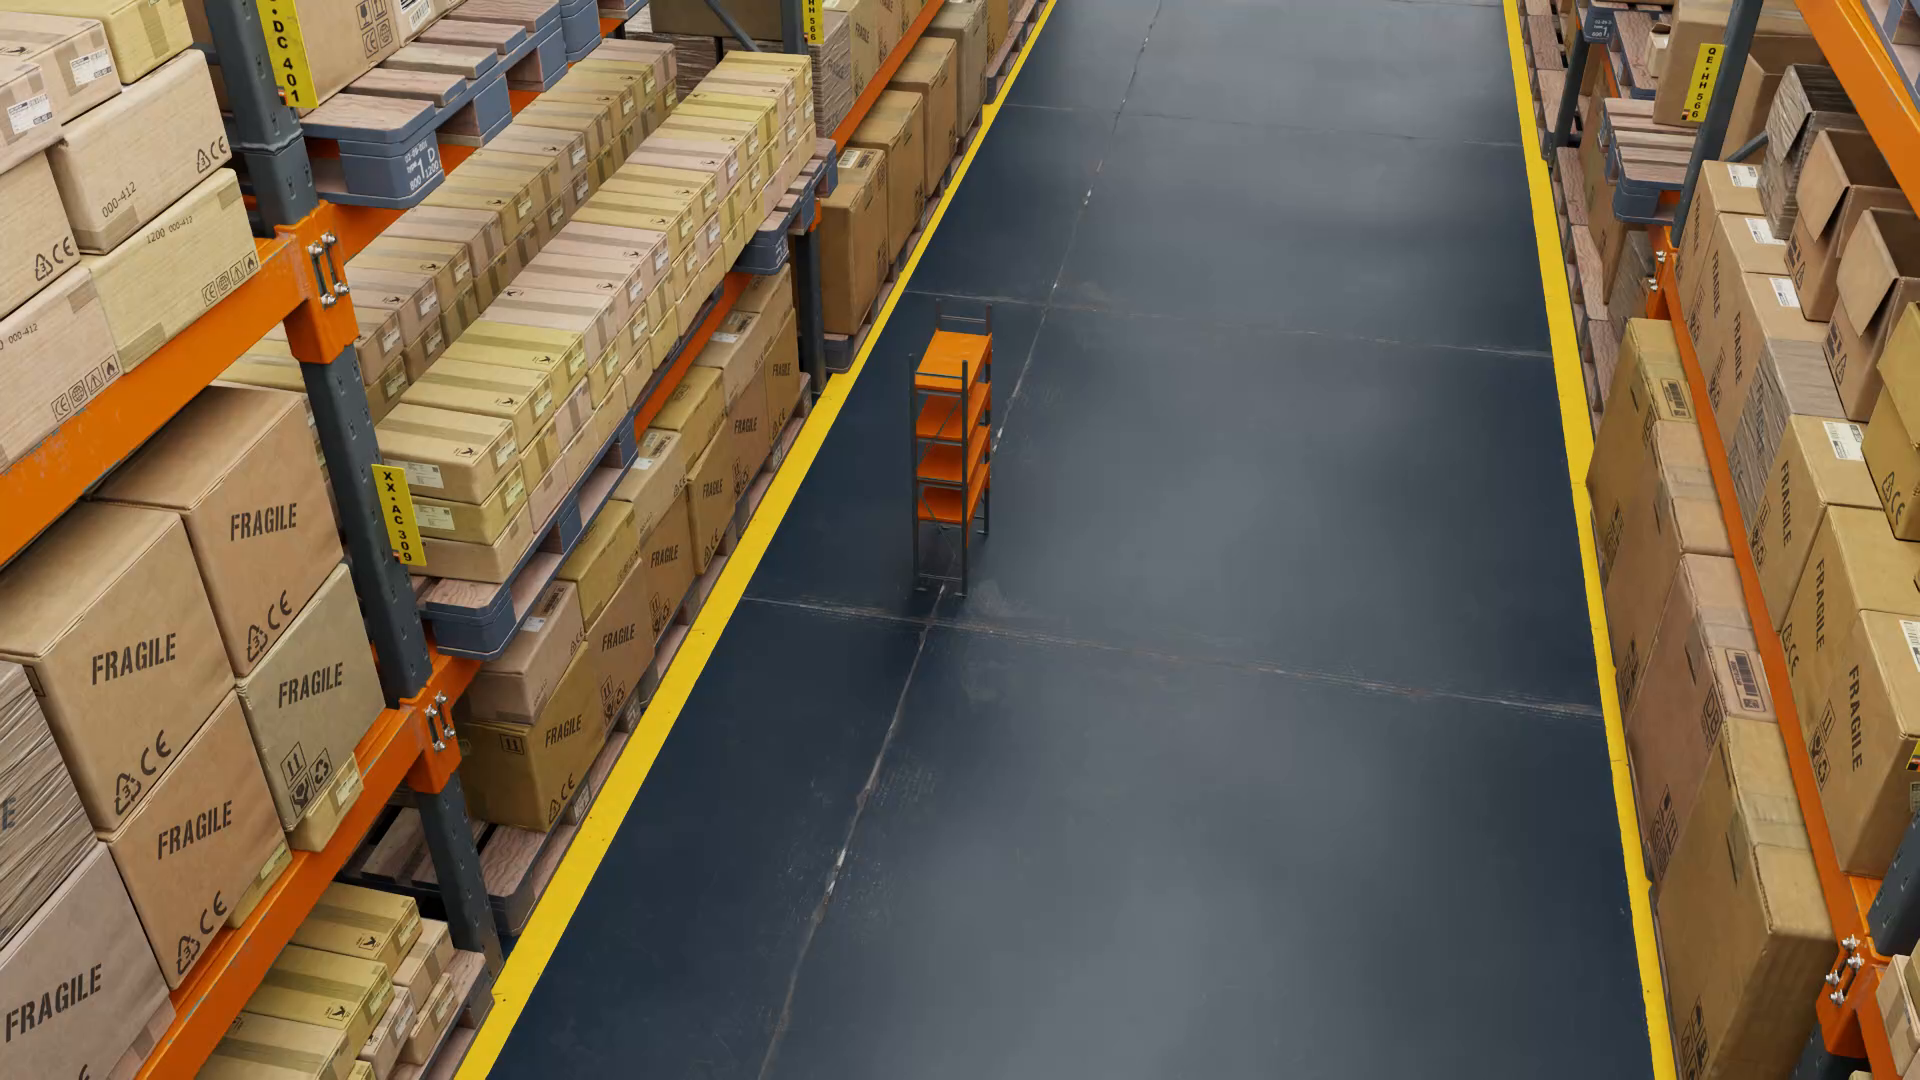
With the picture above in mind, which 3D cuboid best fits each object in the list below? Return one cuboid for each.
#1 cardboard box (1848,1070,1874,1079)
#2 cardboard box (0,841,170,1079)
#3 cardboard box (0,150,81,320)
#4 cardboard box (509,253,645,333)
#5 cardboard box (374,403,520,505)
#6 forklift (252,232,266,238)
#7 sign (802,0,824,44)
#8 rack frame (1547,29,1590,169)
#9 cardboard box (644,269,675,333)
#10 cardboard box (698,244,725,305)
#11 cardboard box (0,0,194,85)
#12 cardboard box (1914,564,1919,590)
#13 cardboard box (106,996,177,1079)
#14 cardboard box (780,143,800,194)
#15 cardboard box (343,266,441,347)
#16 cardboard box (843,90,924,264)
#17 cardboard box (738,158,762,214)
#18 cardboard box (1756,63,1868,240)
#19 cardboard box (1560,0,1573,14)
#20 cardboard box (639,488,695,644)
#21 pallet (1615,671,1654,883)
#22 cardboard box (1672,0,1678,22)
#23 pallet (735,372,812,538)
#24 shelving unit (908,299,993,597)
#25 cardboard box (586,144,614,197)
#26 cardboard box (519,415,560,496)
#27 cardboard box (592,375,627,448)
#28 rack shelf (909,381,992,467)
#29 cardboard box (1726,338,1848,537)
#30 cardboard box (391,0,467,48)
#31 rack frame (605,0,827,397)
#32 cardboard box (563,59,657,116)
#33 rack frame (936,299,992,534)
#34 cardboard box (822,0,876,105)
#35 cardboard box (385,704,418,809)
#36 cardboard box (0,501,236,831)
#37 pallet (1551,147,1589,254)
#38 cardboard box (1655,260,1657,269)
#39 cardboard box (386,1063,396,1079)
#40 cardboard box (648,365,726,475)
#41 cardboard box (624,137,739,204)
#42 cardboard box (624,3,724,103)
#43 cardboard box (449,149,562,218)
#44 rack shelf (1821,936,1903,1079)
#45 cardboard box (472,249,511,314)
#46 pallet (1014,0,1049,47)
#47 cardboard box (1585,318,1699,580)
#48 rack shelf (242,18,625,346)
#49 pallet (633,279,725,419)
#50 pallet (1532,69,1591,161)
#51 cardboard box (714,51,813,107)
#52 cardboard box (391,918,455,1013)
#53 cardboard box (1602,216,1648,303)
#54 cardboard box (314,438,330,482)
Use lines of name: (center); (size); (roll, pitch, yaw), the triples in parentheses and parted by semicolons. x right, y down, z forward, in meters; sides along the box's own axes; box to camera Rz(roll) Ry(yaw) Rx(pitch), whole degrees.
cardboard box: (2.537, 1.960, 3.942); (0.875, 0.875, 0.875); (7, 37, 10)
cardboard box: (-2.114, 0.956, 3.536); (0.500, 0.500, 0.500); (7, 37, 10)
cardboard box: (-2.040, -0.541, 3.086); (0.500, 0.250, 0.500); (6, 36, 8)
cardboard box: (-1.313, -0.853, 5.720); (0.380, 0.149, 0.250); (7, 37, 10)
cardboard box: (-1.534, -0.256, 4.896); (0.380, 0.149, 0.250); (9, 37, 12)
forklift: (-3.626, -1.739, 7.651); (1.130, 2.935, 3.031); (-24, 43, -30)
sign: (-0.681, -2.446, 7.649); (0.100, 0.325, 0.005); (7, 37, 10)
rack frame: (4.465, -3.685, 10.278); (1.000, 3.000, 0.127); (7, 37, 10)
cardboard box: (-1.259, -0.888, 6.022); (0.380, 0.149, 0.250); (7, 36, 9)
cardboard box: (-1.149, -1.065, 6.519); (0.380, 0.149, 0.250); (8, 37, 11)
cardboard box: (-1.867, -1.082, 3.493); (0.380, 0.149, 0.250); (6, 36, 8)
cardboard box: (2.885, 0.087, 4.133); (0.797, 0.503, 0.637); (6, 36, 9)
cardboard box: (-2.072, 1.128, 3.852); (0.380, 0.149, 0.250); (6, 36, 8)
cardboard box: (-0.924, -1.657, 7.337); (0.380, 0.149, 0.250); (7, 37, 10)
cardboard box: (-2.003, -0.795, 5.640); (0.380, 0.149, 0.250); (7, 37, 10)
cardboard box: (-0.812, -2.170, 9.747); (1.050, 0.750, 0.750); (8, 37, 11)
cardboard box: (-1.037, -1.472, 6.828); (0.380, 0.149, 0.250); (7, 37, 10)
cardboard box: (3.439, -1.421, 6.215); (0.797, 0.503, 0.637); (9, 37, 12)
cardboard box: (5.076, -4.433, 13.083); (0.500, 0.500, 0.500); (17, 39, 22)
cardboard box: (-1.441, 0.068, 6.873); (0.500, 0.500, 0.500); (8, 37, 11)
pallet: (3.106, 0.877, 6.360); (1.003, 0.211, 1.213); (7, 37, 10)
cardboard box: (4.185, -2.892, 8.738); (0.797, 0.503, 0.637); (11, 37, 15)
pallet: (-1.382, -0.495, 8.253); (1.003, 0.211, 1.213); (7, 37, 10)
shelving unit: (-0.035, -0.391, 7.267); (0.258, 1.200, 0.503); (7, 37, 10)
cardboard box: (-1.676, -1.555, 6.942); (0.380, 0.149, 0.250); (7, 37, 10)
cardboard box: (-1.481, -0.284, 5.189); (0.380, 0.149, 0.250); (7, 36, 9)
cardboard box: (-1.369, -0.461, 5.686); (0.380, 0.149, 0.250); (8, 37, 10)
rack shelf: (-0.035, -0.518, 7.175); (0.258, 0.148, 0.480); (7, 37, 10)
cardboard box: (2.918, -0.311, 5.538); (0.500, 0.500, 0.500); (7, 37, 10)
cardboard box: (-1.674, -1.605, 4.571); (0.500, 0.311, 0.500); (7, 36, 9)
rack frame: (-1.213, -2.072, 8.052); (1.000, 3.000, 0.127); (7, 37, 10)
cardboard box: (-1.556, -1.986, 7.283); (0.380, 0.149, 0.250); (6, 36, 9)
rack frame: (0.017, -0.531, 7.460); (0.240, 1.200, 0.015); (7, 37, 10)
cardboard box: (-0.748, -2.627, 8.734); (0.500, 0.500, 0.500); (7, 37, 10)
cardboard box: (-2.156, 0.608, 6.127); (0.500, 0.500, 0.500); (7, 36, 9)
cardboard box: (-2.009, 0.256, 3.650); (0.500, 0.500, 0.500); (6, 36, 8)
pallet: (4.300, -2.109, 10.481); (1.003, 0.211, 1.213); (7, 37, 10)
cardboard box: (3.828, -1.555, 8.455); (0.500, 0.250, 0.500); (11, 37, 15)
cardboard box: (-1.956, 1.612, 5.041); (0.380, 0.149, 0.250); (8, 37, 11)
cardboard box: (-1.324, -0.528, 7.055); (0.500, 0.250, 0.500); (8, 37, 11)
cardboard box: (-1.092, -1.457, 6.554); (0.380, 0.149, 0.250); (7, 37, 10)
cardboard box: (-1.379, -2.404, 8.426); (0.500, 0.500, 0.500); (7, 37, 10)
cardboard box: (-1.780, -1.386, 6.456); (0.380, 0.149, 0.250); (8, 37, 11)
rack shelf: (2.329, 2.339, 2.579); (1.077, 0.370, 4.000); (7, 37, 10)
cardboard box: (-1.897, -0.976, 6.144); (0.380, 0.149, 0.250); (7, 37, 10)
pallet: (0.138, -4.363, 13.591); (1.003, 0.211, 1.213); (7, 37, 10)
cardboard box: (3.443, -0.309, 7.072); (1.225, 0.875, 0.875); (6, 36, 8)
rack shelf: (-1.640, -1.848, 5.801); (1.077, 0.370, 4.000); (7, 37, 10)
pallet: (-1.596, -0.854, 6.536); (1.003, 0.211, 1.213); (7, 37, 10)
pallet: (4.574, -2.945, 11.634); (1.003, 0.211, 1.213); (7, 37, 10)
cardboard box: (-0.870, -2.042, 7.361); (0.380, 0.149, 0.250); (6, 36, 8)
cardboard box: (-1.824, 1.306, 5.210); (0.380, 0.149, 0.250); (8, 37, 11)
cardboard box: (3.955, -1.590, 9.143); (0.700, 0.500, 0.500); (10, 37, 14)
cardboard box: (-2.175, -0.220, 5.100); (0.380, 0.149, 0.250); (8, 37, 11)
